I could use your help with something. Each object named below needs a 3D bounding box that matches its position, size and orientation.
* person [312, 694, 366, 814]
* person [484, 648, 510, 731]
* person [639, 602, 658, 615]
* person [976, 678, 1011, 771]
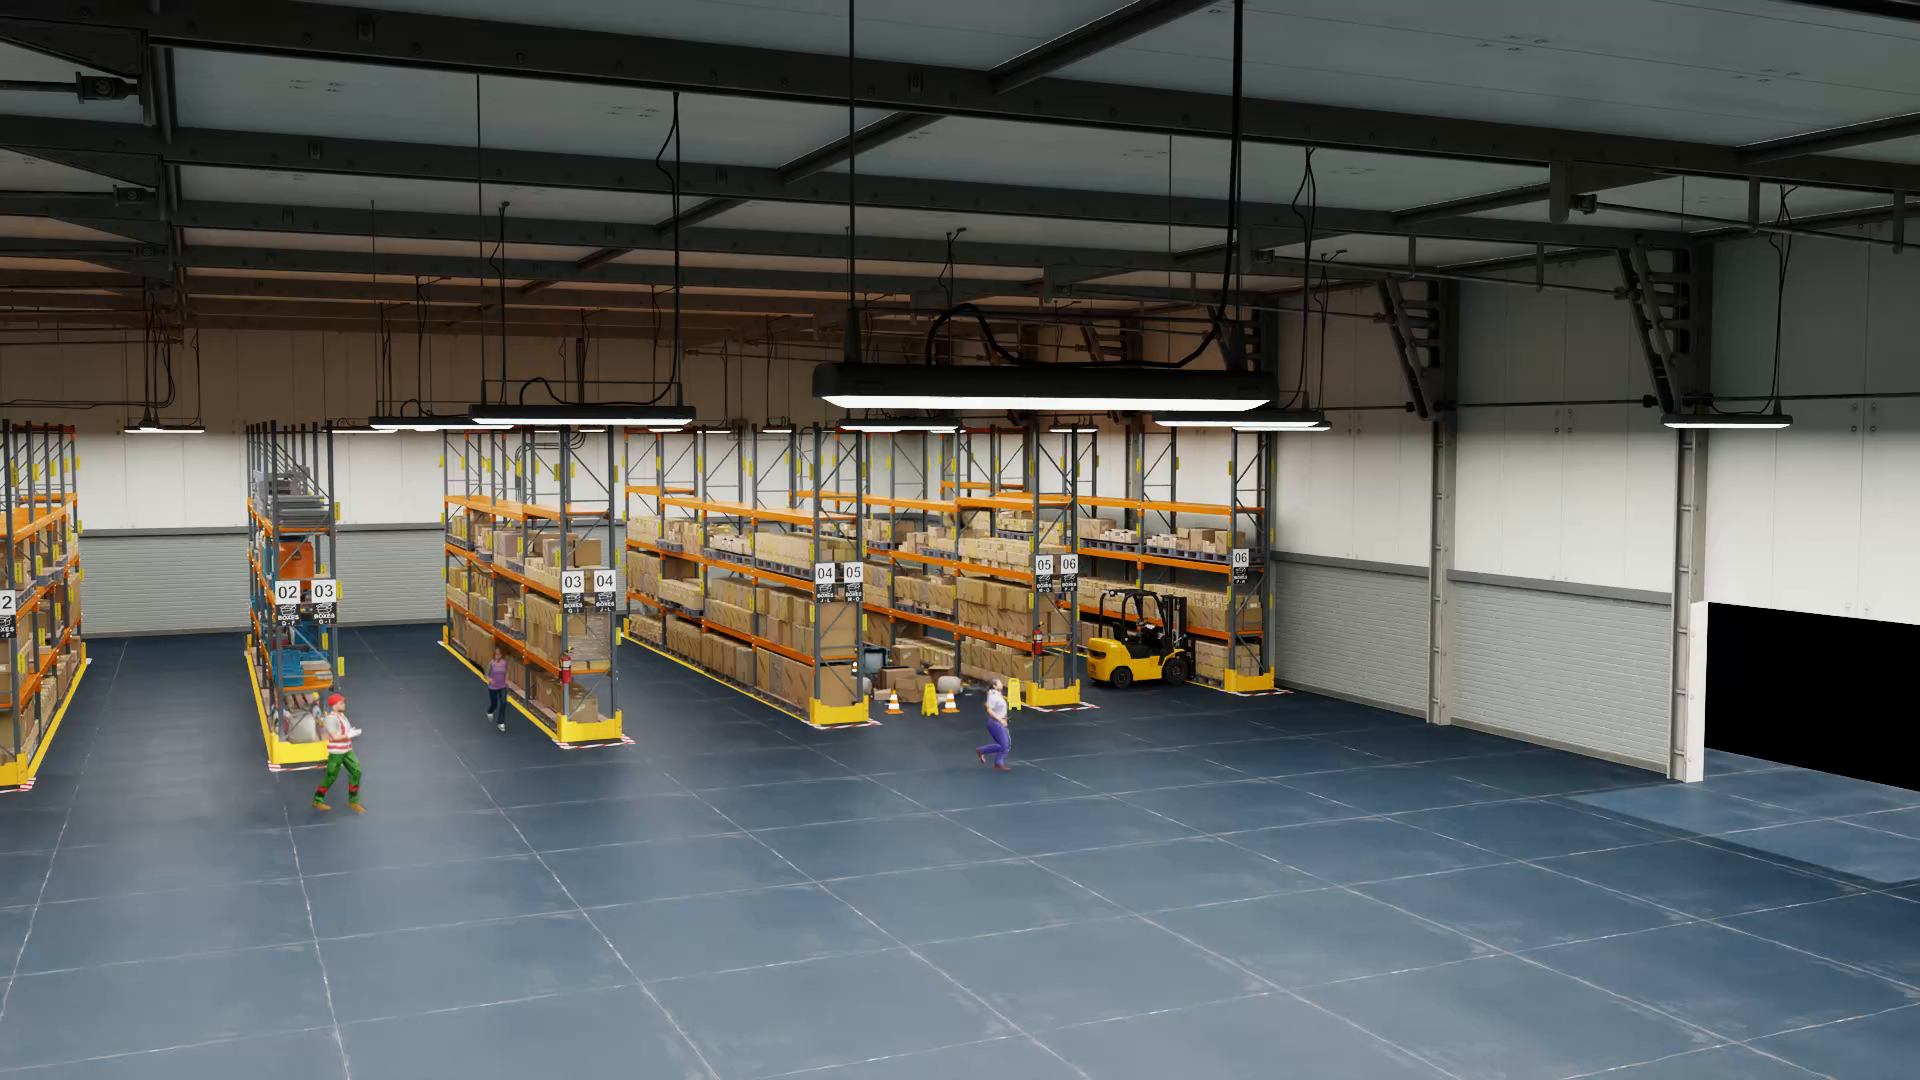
[{"bbox_3d":[-9.410,3.247,25.172,0.799,1.845,0.645,0,4,5],"label":"person"},{"bbox_3d":[-9.076,2.902,32.588,0.525,1.589,0.809,-2,4,-31],"label":"person"},{"bbox_3d":[-9.126,1.770,48.891,0.874,1.844,0.642,-3,4,-36],"label":"person"},{"bbox_3d":[0.577,3.151,28.440,0.607,1.608,0.608,0,4,5],"label":"person"}]
